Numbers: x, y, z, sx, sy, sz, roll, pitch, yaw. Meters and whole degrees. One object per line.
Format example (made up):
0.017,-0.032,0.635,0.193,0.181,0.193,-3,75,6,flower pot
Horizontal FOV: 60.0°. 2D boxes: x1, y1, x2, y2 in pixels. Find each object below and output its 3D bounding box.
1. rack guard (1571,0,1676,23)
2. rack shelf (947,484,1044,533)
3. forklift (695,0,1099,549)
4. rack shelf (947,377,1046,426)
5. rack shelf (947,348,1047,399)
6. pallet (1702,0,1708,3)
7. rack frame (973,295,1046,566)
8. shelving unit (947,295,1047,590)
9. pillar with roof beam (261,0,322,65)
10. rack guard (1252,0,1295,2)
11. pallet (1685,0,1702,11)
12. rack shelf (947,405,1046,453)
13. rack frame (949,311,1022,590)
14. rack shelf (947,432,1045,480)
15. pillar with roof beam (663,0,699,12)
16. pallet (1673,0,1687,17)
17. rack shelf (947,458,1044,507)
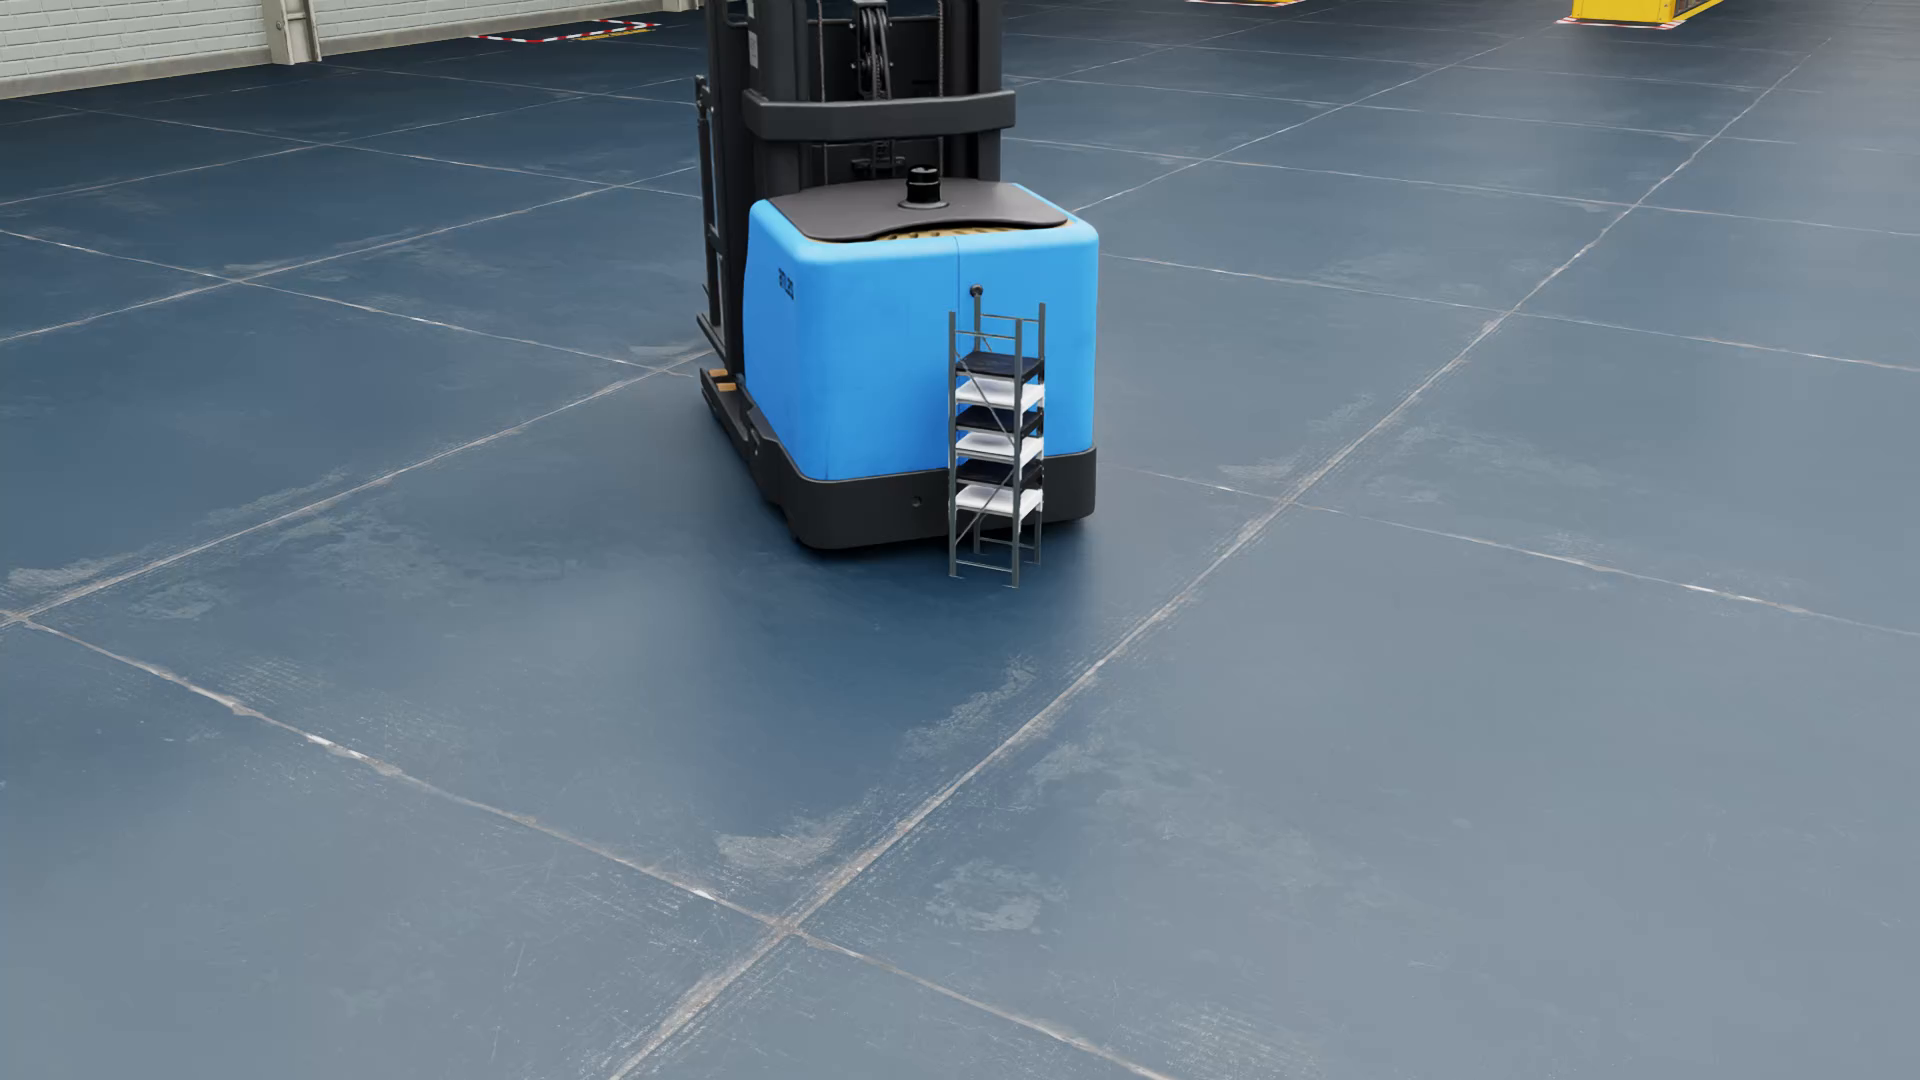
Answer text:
8.277,-6.749,20.710,1.175,0.500,0.348,14,27,29,rack guard
0.117,-0.113,5.416,0.258,0.077,0.200,10,25,21,rack shelf
-0.464,-1.872,6.385,1.130,2.935,3.031,-7,24,-16,forklift
0.117,-0.444,5.273,0.258,0.077,0.200,10,25,21,rack shelf
0.117,-0.526,5.238,0.258,0.077,0.200,10,25,21,rack shelf
9.997,-7.713,23.300,1.003,0.211,1.213,14,27,29,pallet
0.157,-0.346,5.417,0.240,0.900,0.006,10,25,21,rack frame
0.117,-0.309,5.332,0.258,0.900,0.210,10,25,21,shelving unit
-3.178,-8.155,13.260,9.100,9.000,0.400,14,27,29,pillar with roof beam
4.058,-7.744,23.010,1.175,0.500,0.348,14,27,29,rack guard
9.354,-7.299,22.345,1.003,0.211,1.213,14,27,29,pallet
0.117,-0.361,5.309,0.258,0.077,0.200,10,25,21,rack shelf
0.077,-0.272,5.246,0.240,0.900,0.006,10,25,21,rack frame
0.117,-0.279,5.345,0.258,0.077,0.200,10,25,21,rack shelf
-0.013,-10.180,17.938,9.100,9.000,0.400,14,27,29,pillar with roof beam
8.710,-6.889,21.398,1.003,0.211,1.213,14,27,29,pallet
0.117,-0.196,5.381,0.258,0.077,0.200,10,25,21,rack shelf
